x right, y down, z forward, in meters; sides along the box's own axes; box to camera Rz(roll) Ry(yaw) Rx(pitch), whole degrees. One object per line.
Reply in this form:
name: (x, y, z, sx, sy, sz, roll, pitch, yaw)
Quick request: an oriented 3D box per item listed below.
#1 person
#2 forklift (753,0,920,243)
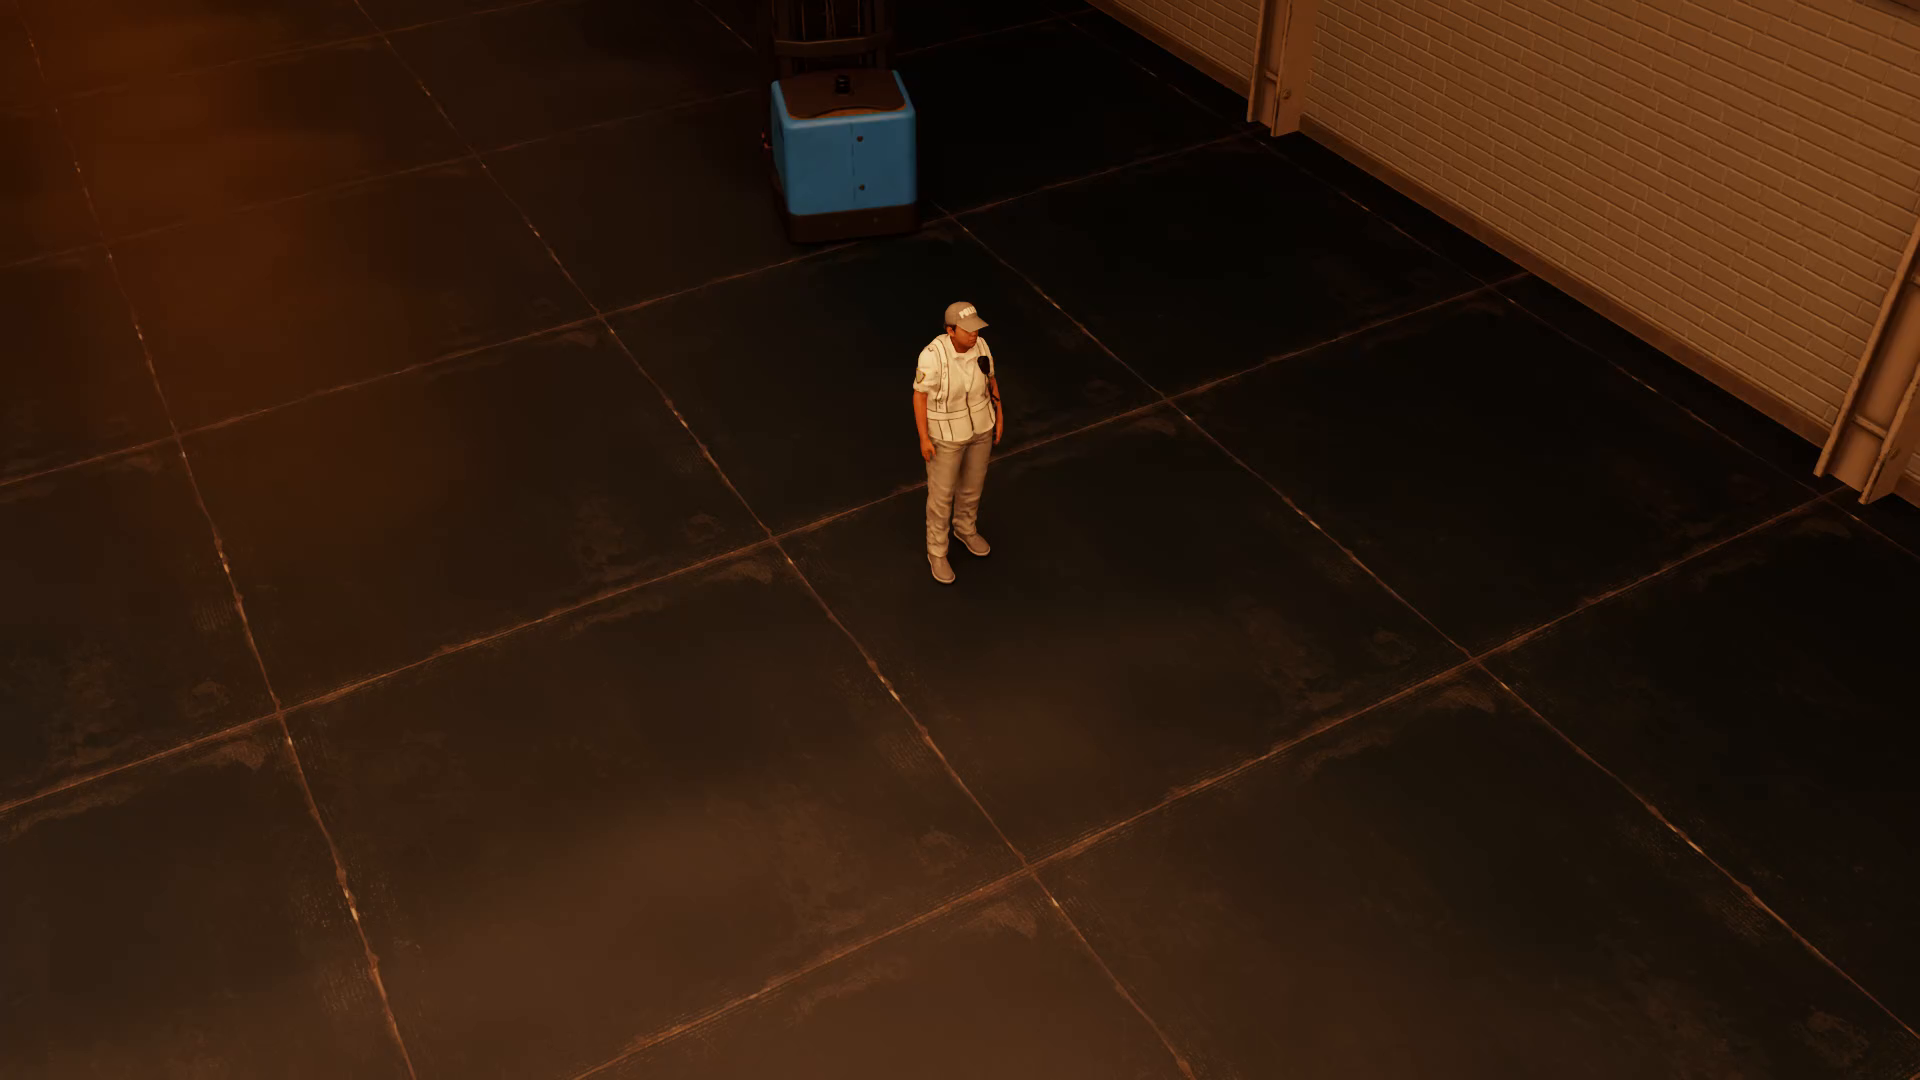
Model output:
person: (0.018, -0.597, 9.736, 0.598, 1.670, 0.529, -20, 44, -23)
forklift: (-1.128, -4.398, 13.338, 1.130, 2.935, 3.031, -8, 40, -9)
